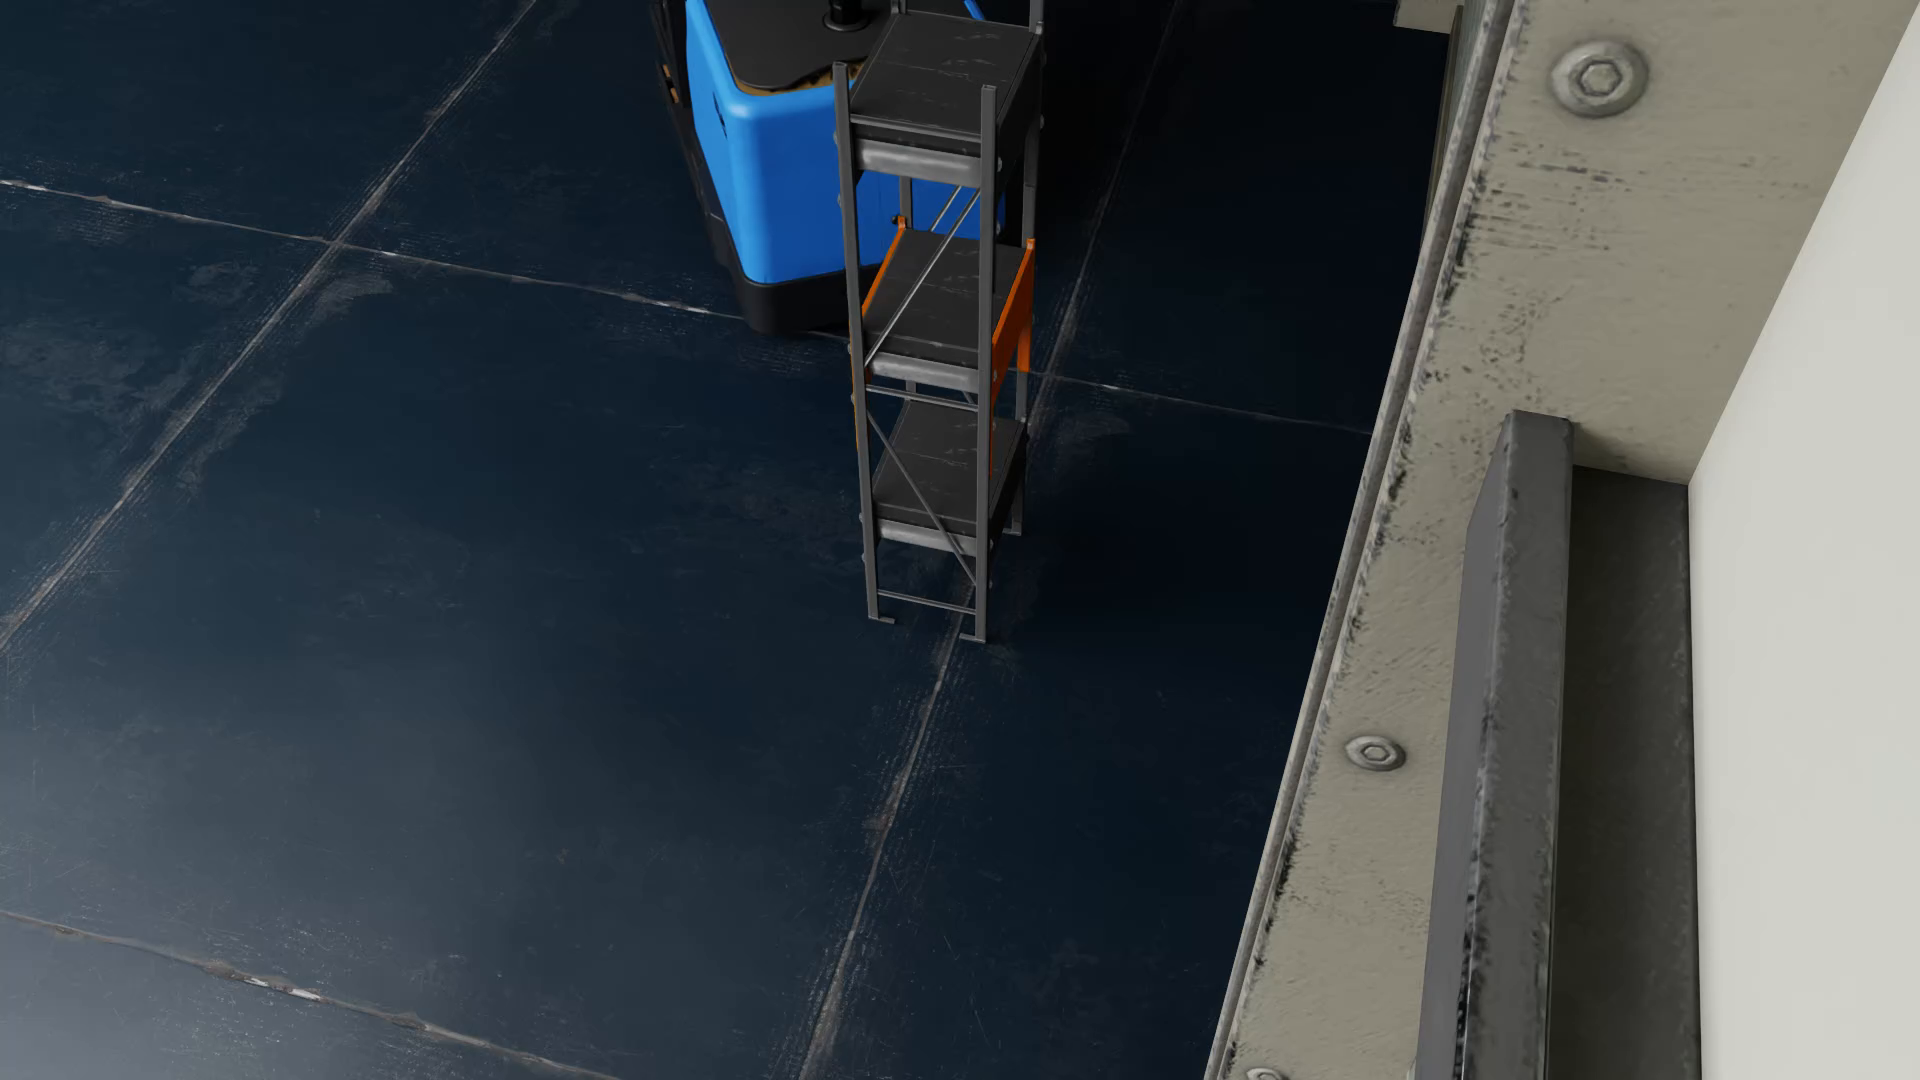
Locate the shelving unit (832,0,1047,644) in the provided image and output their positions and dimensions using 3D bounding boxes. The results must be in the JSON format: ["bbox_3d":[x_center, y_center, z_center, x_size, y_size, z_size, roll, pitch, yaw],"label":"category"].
[{"bbox_3d":[-0.044,-0.575,4.857,0.431,2.100,0.503,12,50,10],"label":"shelving unit"}]

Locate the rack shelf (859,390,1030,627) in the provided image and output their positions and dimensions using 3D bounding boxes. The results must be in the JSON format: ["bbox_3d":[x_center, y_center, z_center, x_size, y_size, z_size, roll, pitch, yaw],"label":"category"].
[{"bbox_3d":[-0.044,-0.103,5.392,0.431,0.518,0.480,12,50,10],"label":"rack shelf"}]

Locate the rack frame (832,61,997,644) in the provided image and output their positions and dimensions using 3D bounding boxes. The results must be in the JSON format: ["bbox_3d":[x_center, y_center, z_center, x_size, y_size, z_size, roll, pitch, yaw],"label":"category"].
[{"bbox_3d":[-0.108,-0.399,4.701,0.400,2.100,0.015,12,50,10],"label":"rack frame"}]

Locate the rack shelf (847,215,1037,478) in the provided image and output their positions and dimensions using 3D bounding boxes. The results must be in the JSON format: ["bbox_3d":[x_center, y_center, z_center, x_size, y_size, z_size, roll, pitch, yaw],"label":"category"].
[{"bbox_3d":[-0.044,-0.566,4.867,0.431,0.518,0.480,12,50,10],"label":"rack shelf"}]

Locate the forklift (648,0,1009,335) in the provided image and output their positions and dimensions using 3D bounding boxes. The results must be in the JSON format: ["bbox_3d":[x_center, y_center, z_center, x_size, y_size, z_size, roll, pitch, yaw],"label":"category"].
[{"bbox_3d":[-0.728,-2.885,6.341,1.130,2.935,3.031,-13,50,-11],"label":"forklift"}]

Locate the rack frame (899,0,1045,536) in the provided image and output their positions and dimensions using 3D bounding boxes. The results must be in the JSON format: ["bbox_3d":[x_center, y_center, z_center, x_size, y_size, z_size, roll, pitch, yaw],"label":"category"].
[{"bbox_3d":[0.021,-0.752,5.013,0.400,2.100,0.015,12,50,10],"label":"rack frame"}]

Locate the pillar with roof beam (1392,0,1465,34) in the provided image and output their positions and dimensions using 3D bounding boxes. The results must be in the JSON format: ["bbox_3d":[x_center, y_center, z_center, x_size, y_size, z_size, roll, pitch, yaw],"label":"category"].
[{"bbox_3d":[-1.895,-6.388,5.386,9.100,9.000,0.400,12,50,10],"label":"pillar with roof beam"}]

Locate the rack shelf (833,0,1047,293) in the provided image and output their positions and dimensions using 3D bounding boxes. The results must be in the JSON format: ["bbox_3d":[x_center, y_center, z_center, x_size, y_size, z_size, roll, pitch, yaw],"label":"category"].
[{"bbox_3d":[-0.044,-1.029,4.342,0.431,0.518,0.480,12,50,10],"label":"rack shelf"}]
